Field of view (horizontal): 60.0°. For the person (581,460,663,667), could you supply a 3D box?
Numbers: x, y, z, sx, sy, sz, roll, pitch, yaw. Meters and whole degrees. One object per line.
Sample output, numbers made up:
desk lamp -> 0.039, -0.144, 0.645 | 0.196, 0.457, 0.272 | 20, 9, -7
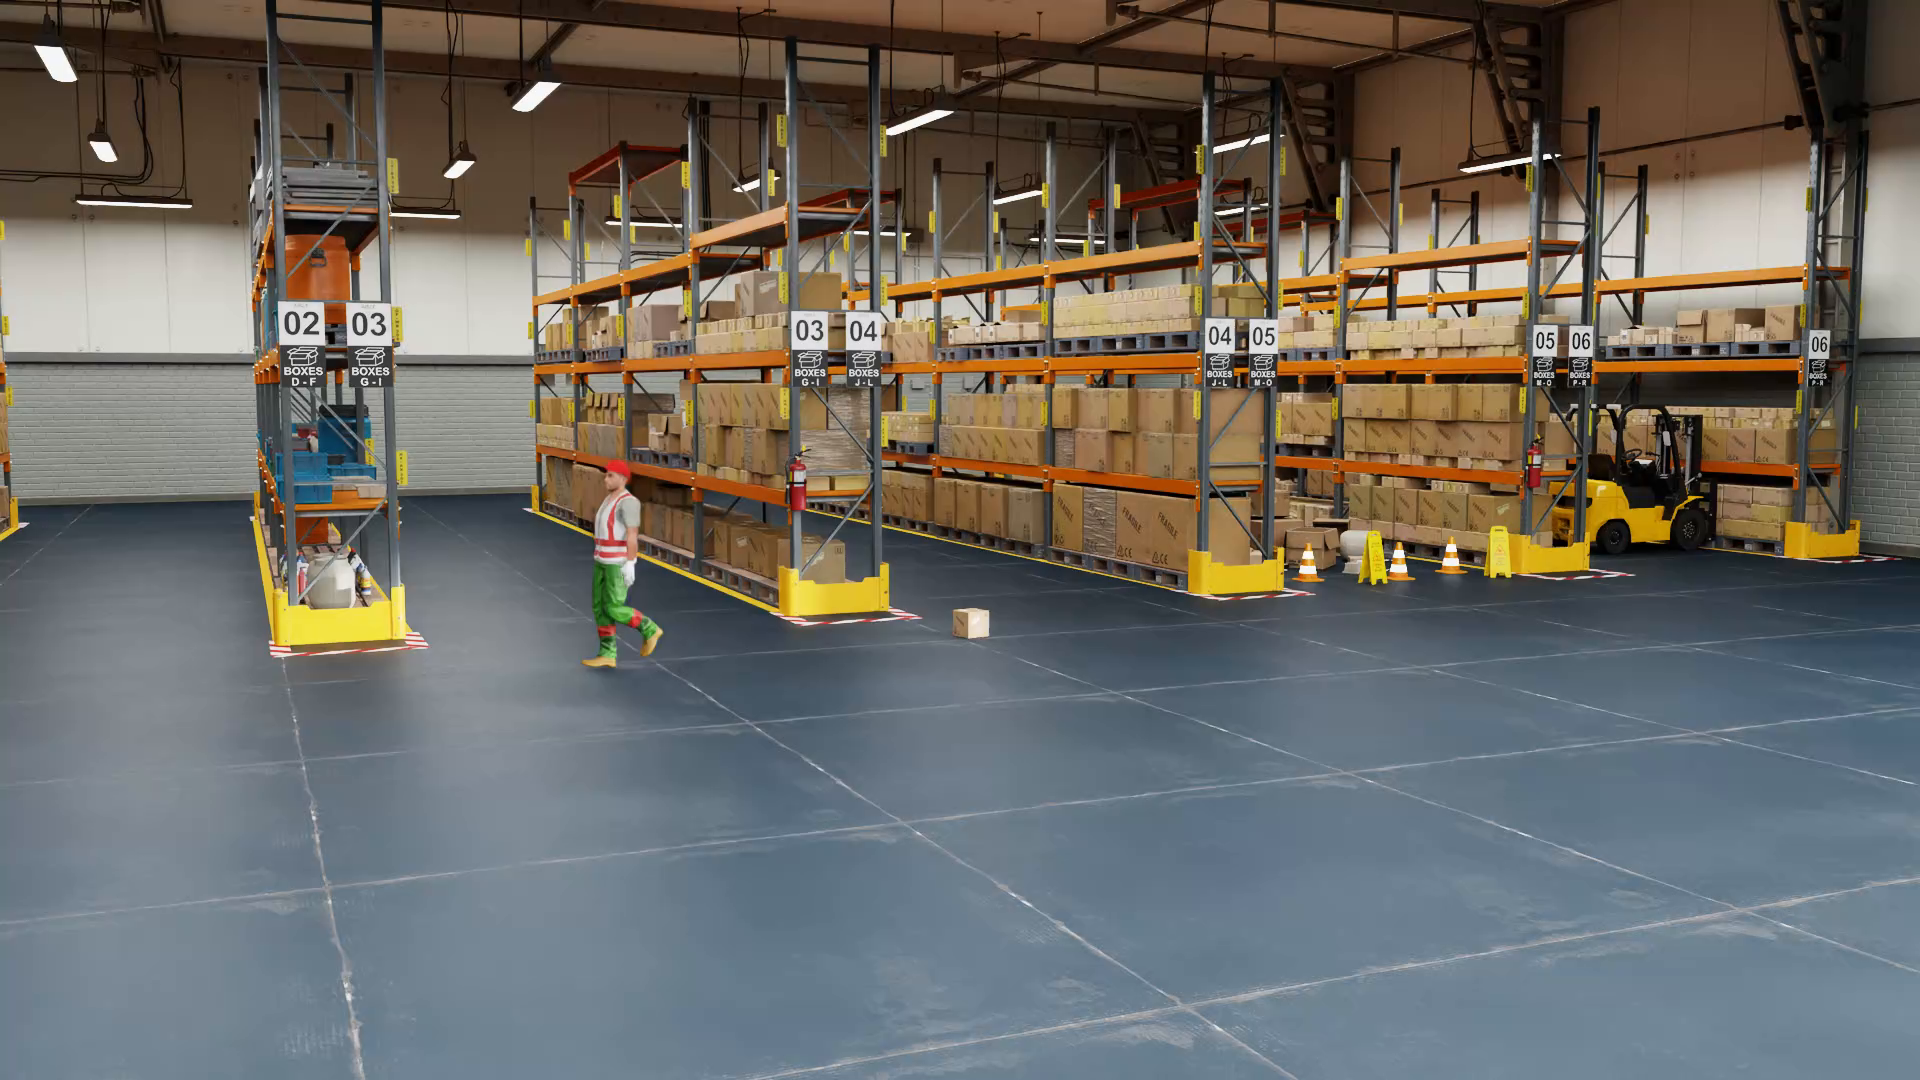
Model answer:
person -> -2.918, 0.201, 14.248 | 0.680, 1.778, 0.553 | -4, 7, -38
